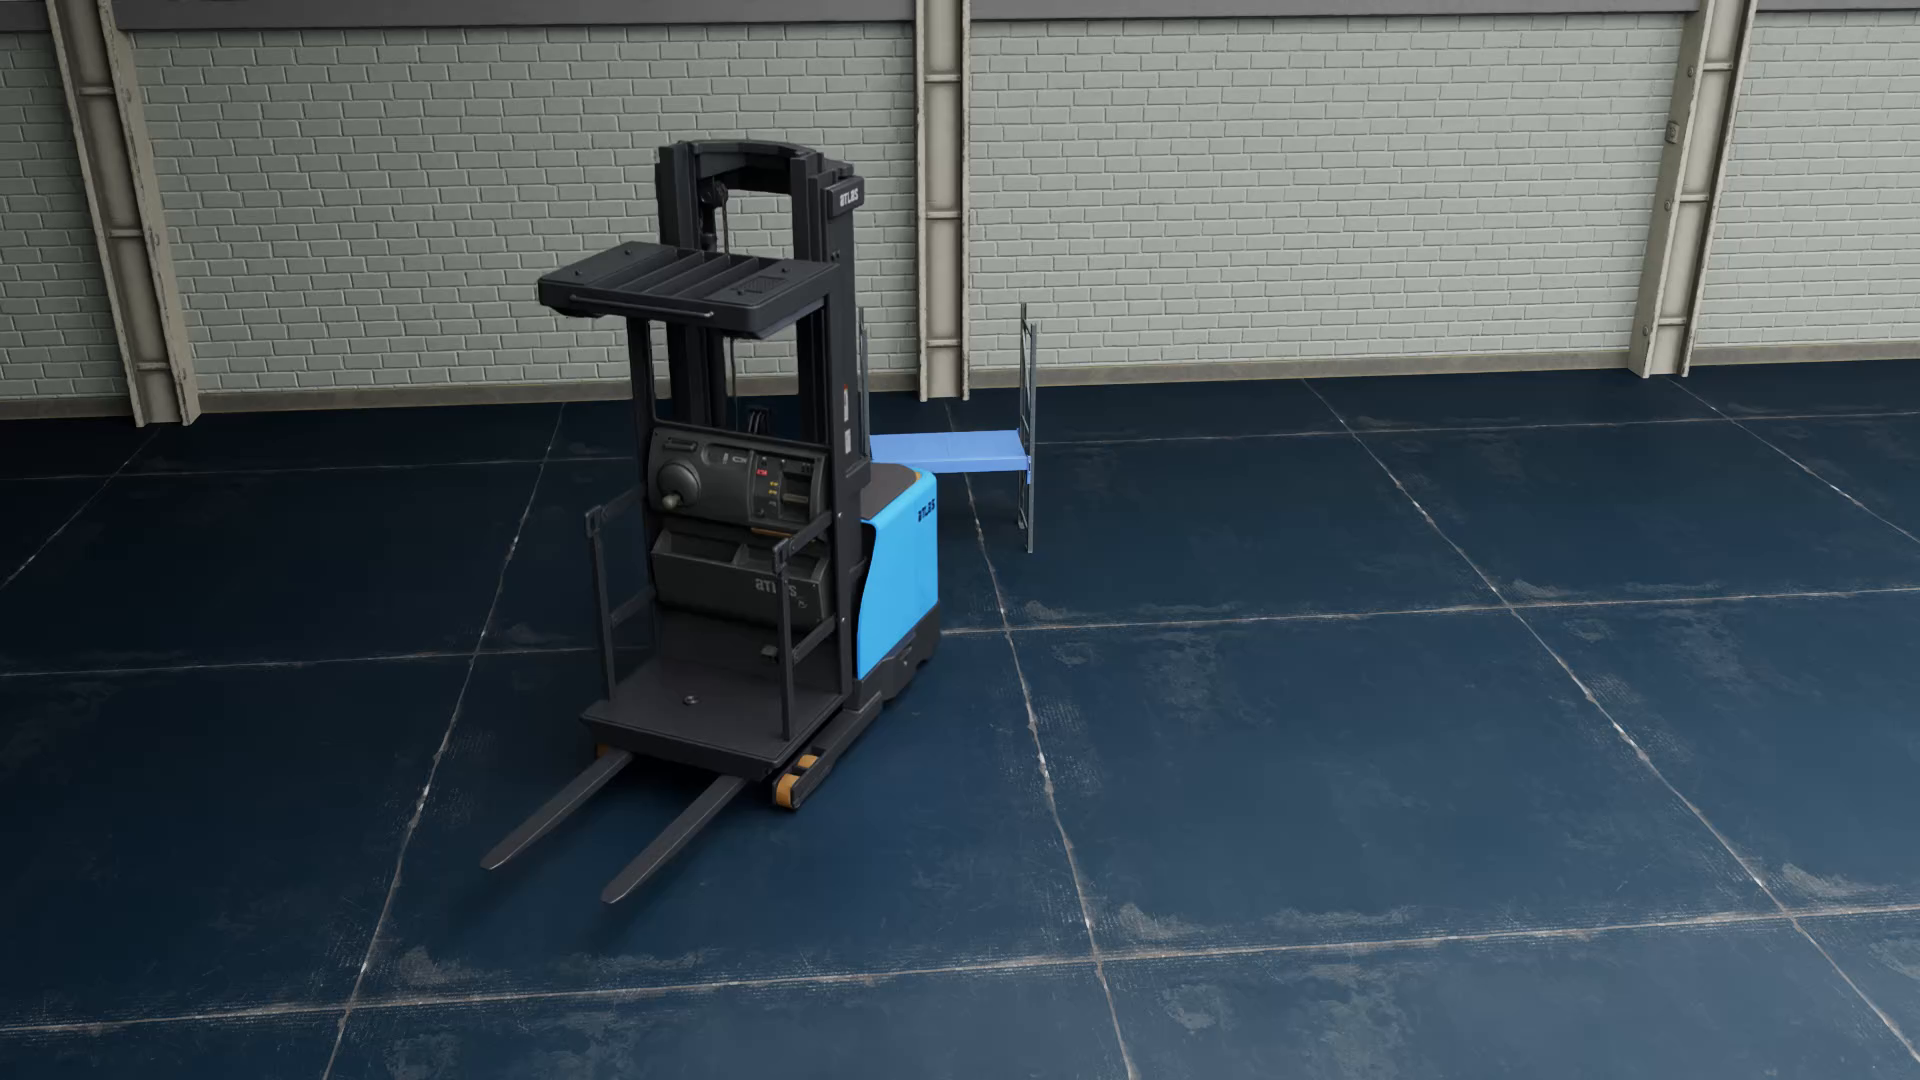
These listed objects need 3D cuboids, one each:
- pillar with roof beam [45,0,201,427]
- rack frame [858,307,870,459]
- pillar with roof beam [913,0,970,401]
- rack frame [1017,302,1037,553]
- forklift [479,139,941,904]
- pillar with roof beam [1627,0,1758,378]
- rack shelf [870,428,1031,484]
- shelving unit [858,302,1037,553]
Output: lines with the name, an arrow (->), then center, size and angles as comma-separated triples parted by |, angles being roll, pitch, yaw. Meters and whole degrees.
pillar with roof beam -> -5.685, -3.305, 7.105 | 0.400, 9.000, 9.100 | -2, 24, -5
rack frame -> -0.591, -0.662, 10.392 | 0.032, 1.500, 0.500 | -2, 24, -5
pillar with roof beam -> 0.286, -3.544, 7.644 | 0.400, 9.000, 9.100 | -2, 24, -5
rack frame -> 0.421, -0.702, 10.483 | 0.032, 1.500, 0.500 | -2, 24, -5
forklift -> -1.150, -0.259, 7.725 | 1.130, 2.935, 3.031 | 10, 26, 21
pillar with roof beam -> 6.257, -3.784, 8.183 | 0.400, 9.000, 9.100 | -2, 24, -5
rack shelf -> -0.085, -0.518, 10.511 | 1.000, 0.185, 0.538 | -2, 24, -5
shelving unit -> -0.085, -0.682, 10.438 | 1.048, 1.500, 0.538 | -2, 24, -5
